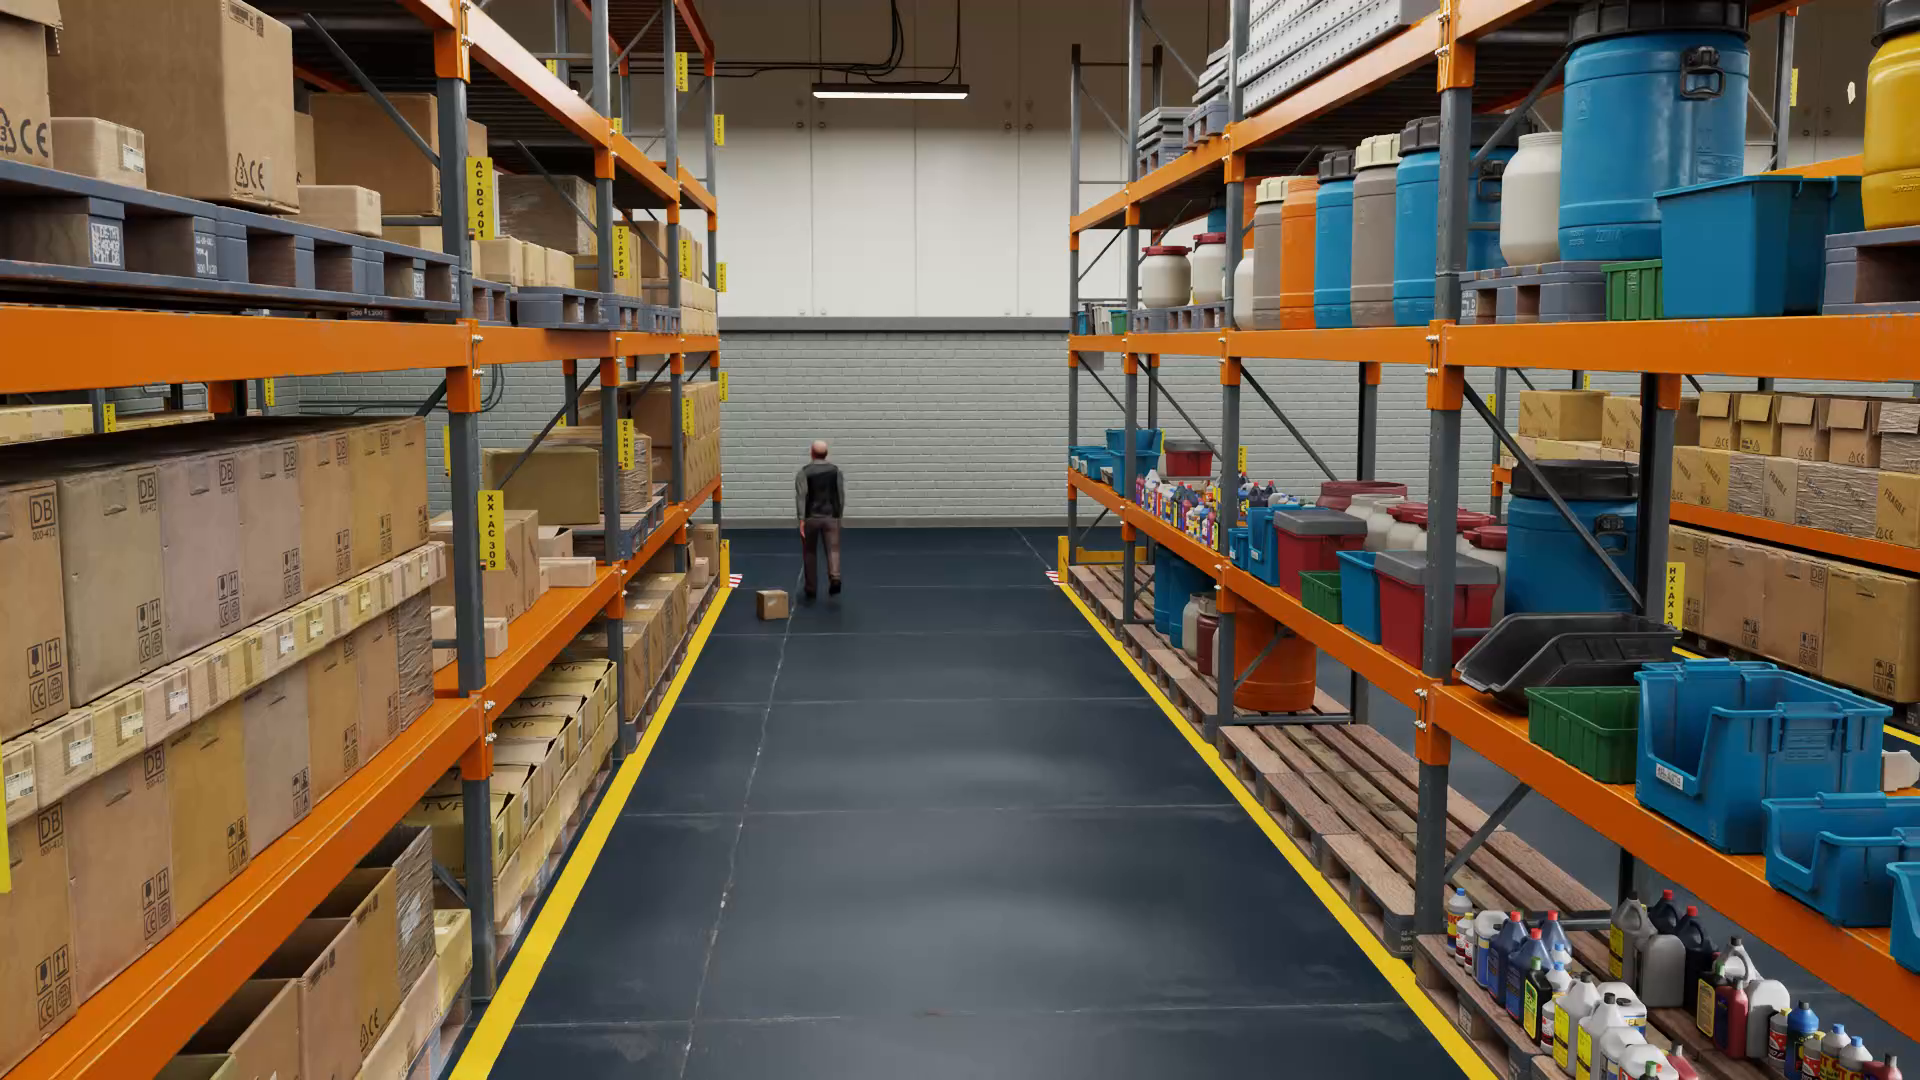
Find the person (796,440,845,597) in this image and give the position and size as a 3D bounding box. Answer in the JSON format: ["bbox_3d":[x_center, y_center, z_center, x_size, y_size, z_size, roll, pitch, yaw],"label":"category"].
[{"bbox_3d":[-1.474,-0.207,17.605,0.531,1.690,0.955,-2,7,-13],"label":"person"}]
